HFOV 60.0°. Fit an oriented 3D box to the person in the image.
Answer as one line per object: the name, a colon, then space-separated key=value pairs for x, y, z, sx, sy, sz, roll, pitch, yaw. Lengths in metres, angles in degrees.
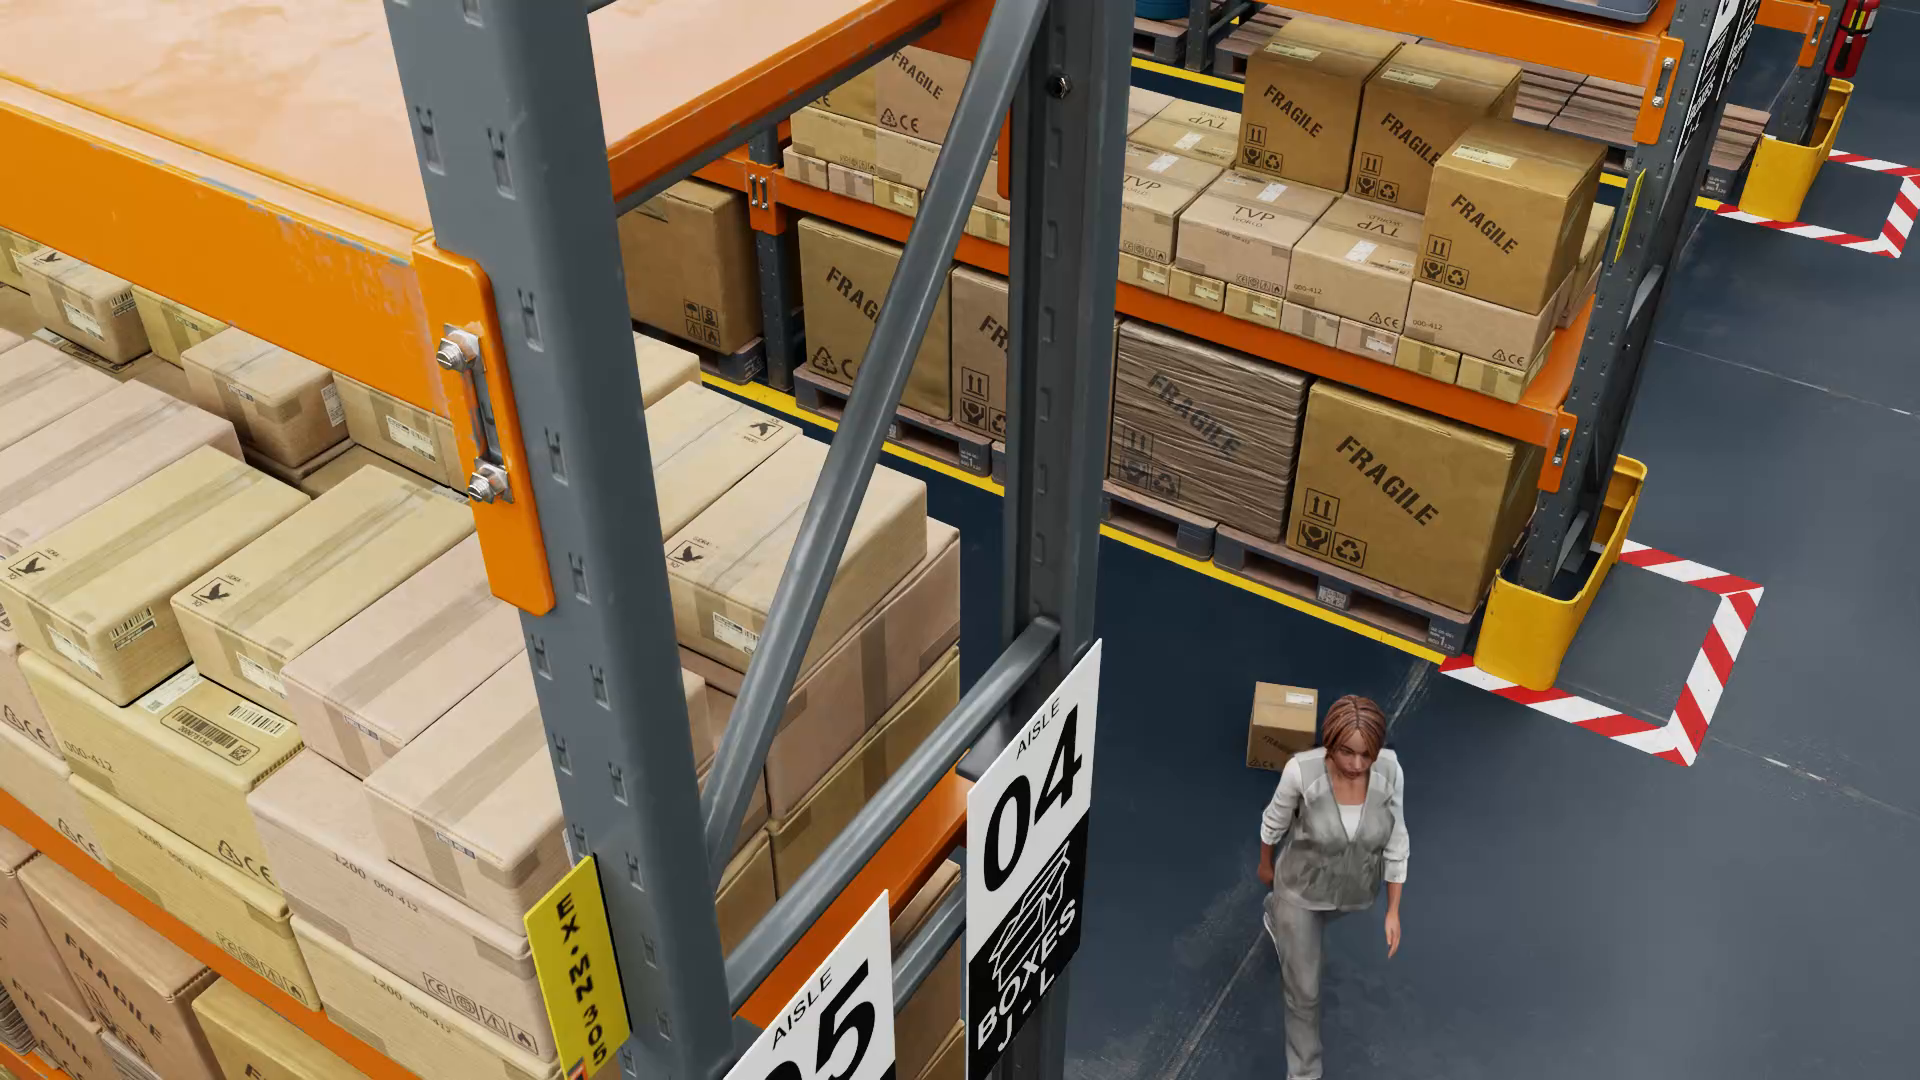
person: x=1.178 y=1.103 z=5.275 sx=0.423 sy=1.531 sz=0.976 roll=-5 pitch=39 yaw=-6
